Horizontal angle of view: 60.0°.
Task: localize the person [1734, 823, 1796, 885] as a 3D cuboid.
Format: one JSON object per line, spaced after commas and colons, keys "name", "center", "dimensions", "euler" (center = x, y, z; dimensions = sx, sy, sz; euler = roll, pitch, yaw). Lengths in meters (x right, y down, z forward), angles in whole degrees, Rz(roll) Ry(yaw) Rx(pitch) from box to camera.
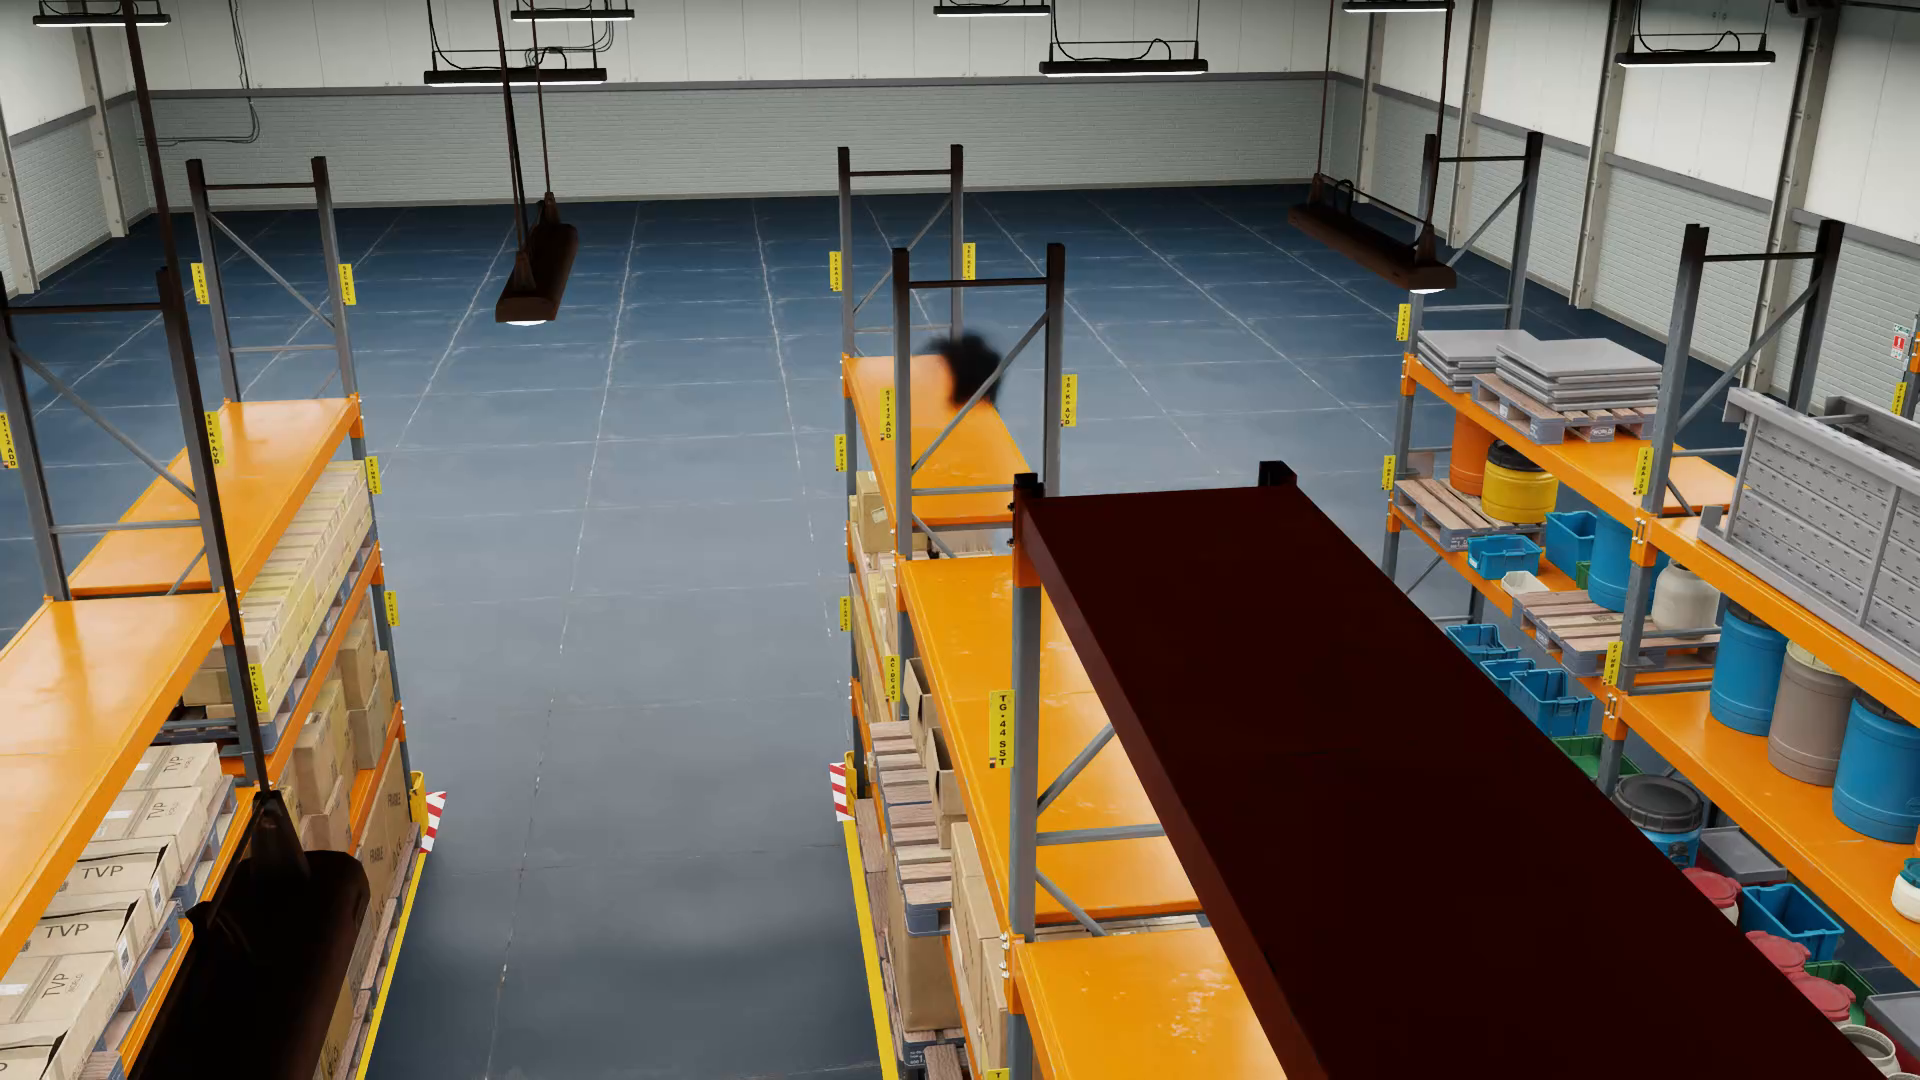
{"name": "person", "center": [6.604, 2.290, 13.568], "dimensions": [0.716, 1.670, 0.924], "euler": [-11, 24, -25]}
